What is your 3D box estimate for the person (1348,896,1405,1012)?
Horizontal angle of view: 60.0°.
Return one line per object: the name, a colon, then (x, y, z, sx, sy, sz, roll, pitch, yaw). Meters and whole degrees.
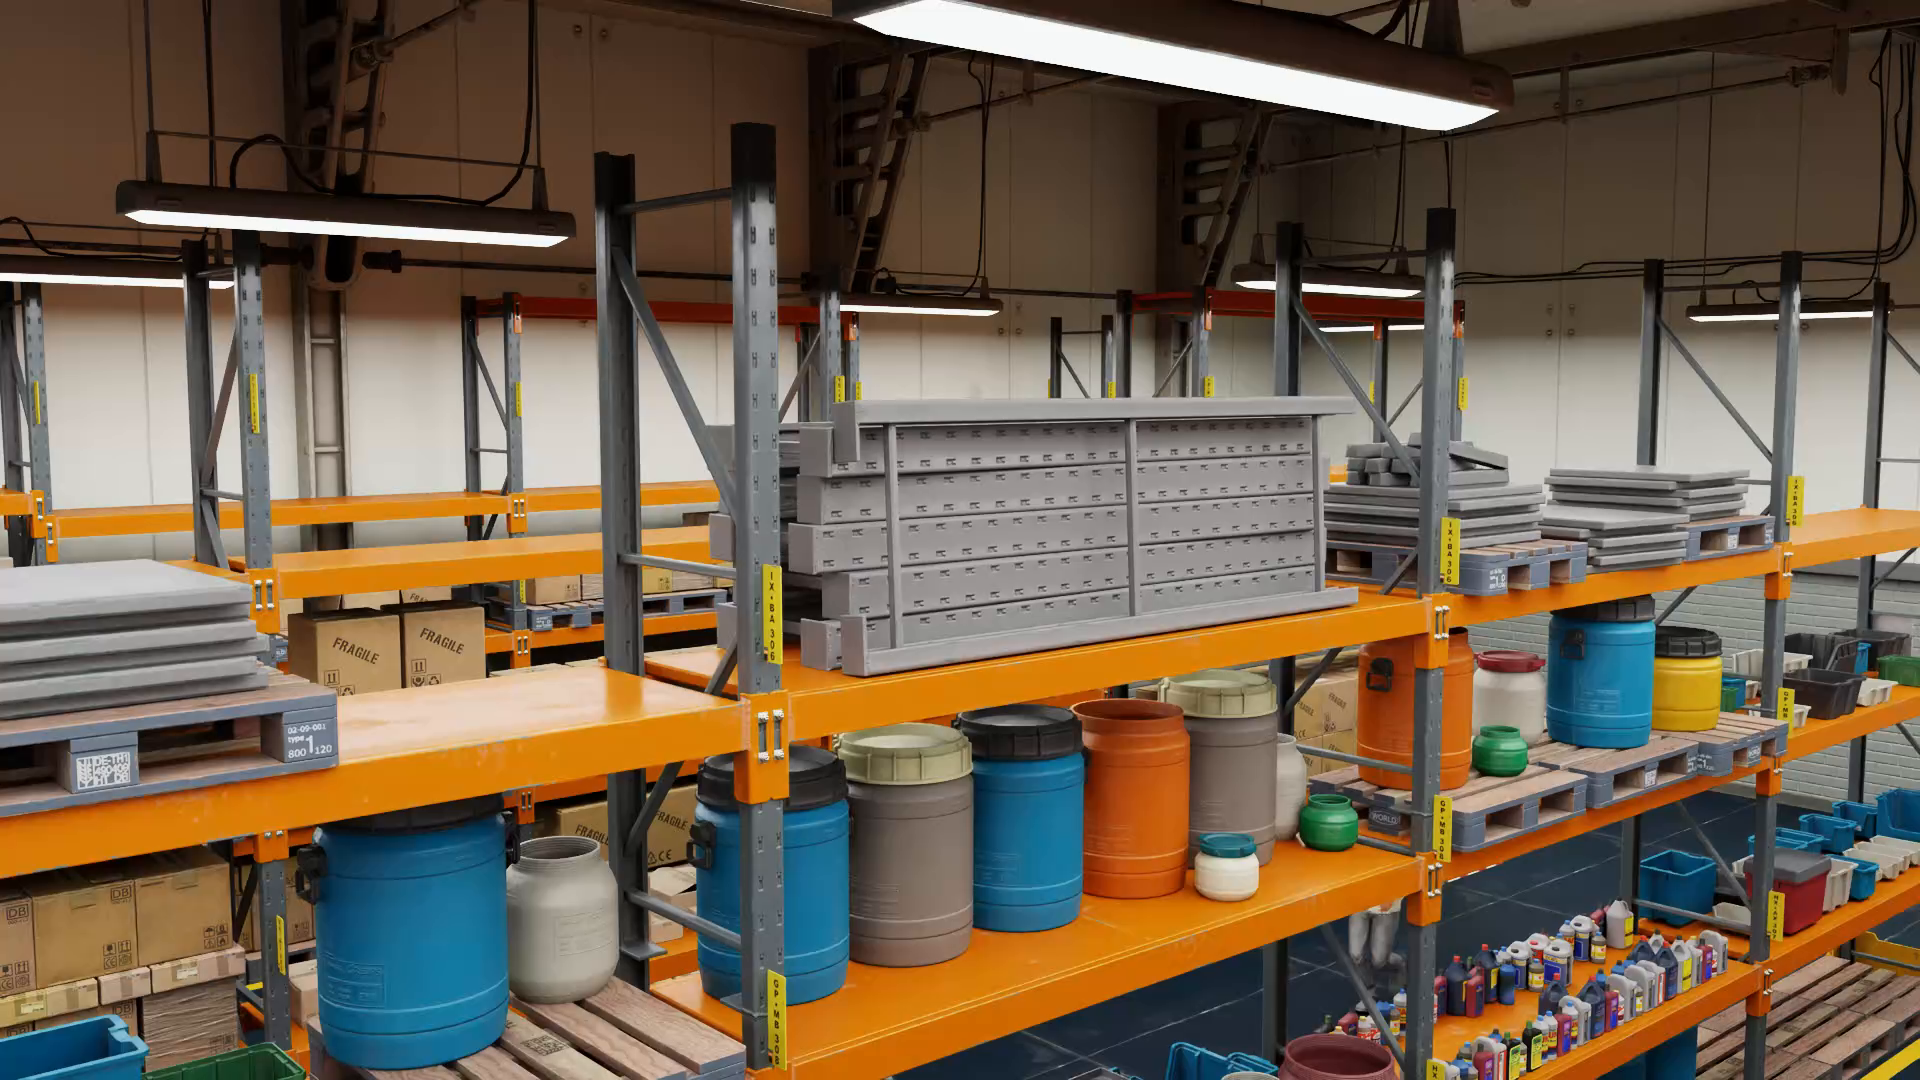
person: (3.430, 3.010, 13.732, 0.657, 1.721, 0.612, 4, 7, 37)
